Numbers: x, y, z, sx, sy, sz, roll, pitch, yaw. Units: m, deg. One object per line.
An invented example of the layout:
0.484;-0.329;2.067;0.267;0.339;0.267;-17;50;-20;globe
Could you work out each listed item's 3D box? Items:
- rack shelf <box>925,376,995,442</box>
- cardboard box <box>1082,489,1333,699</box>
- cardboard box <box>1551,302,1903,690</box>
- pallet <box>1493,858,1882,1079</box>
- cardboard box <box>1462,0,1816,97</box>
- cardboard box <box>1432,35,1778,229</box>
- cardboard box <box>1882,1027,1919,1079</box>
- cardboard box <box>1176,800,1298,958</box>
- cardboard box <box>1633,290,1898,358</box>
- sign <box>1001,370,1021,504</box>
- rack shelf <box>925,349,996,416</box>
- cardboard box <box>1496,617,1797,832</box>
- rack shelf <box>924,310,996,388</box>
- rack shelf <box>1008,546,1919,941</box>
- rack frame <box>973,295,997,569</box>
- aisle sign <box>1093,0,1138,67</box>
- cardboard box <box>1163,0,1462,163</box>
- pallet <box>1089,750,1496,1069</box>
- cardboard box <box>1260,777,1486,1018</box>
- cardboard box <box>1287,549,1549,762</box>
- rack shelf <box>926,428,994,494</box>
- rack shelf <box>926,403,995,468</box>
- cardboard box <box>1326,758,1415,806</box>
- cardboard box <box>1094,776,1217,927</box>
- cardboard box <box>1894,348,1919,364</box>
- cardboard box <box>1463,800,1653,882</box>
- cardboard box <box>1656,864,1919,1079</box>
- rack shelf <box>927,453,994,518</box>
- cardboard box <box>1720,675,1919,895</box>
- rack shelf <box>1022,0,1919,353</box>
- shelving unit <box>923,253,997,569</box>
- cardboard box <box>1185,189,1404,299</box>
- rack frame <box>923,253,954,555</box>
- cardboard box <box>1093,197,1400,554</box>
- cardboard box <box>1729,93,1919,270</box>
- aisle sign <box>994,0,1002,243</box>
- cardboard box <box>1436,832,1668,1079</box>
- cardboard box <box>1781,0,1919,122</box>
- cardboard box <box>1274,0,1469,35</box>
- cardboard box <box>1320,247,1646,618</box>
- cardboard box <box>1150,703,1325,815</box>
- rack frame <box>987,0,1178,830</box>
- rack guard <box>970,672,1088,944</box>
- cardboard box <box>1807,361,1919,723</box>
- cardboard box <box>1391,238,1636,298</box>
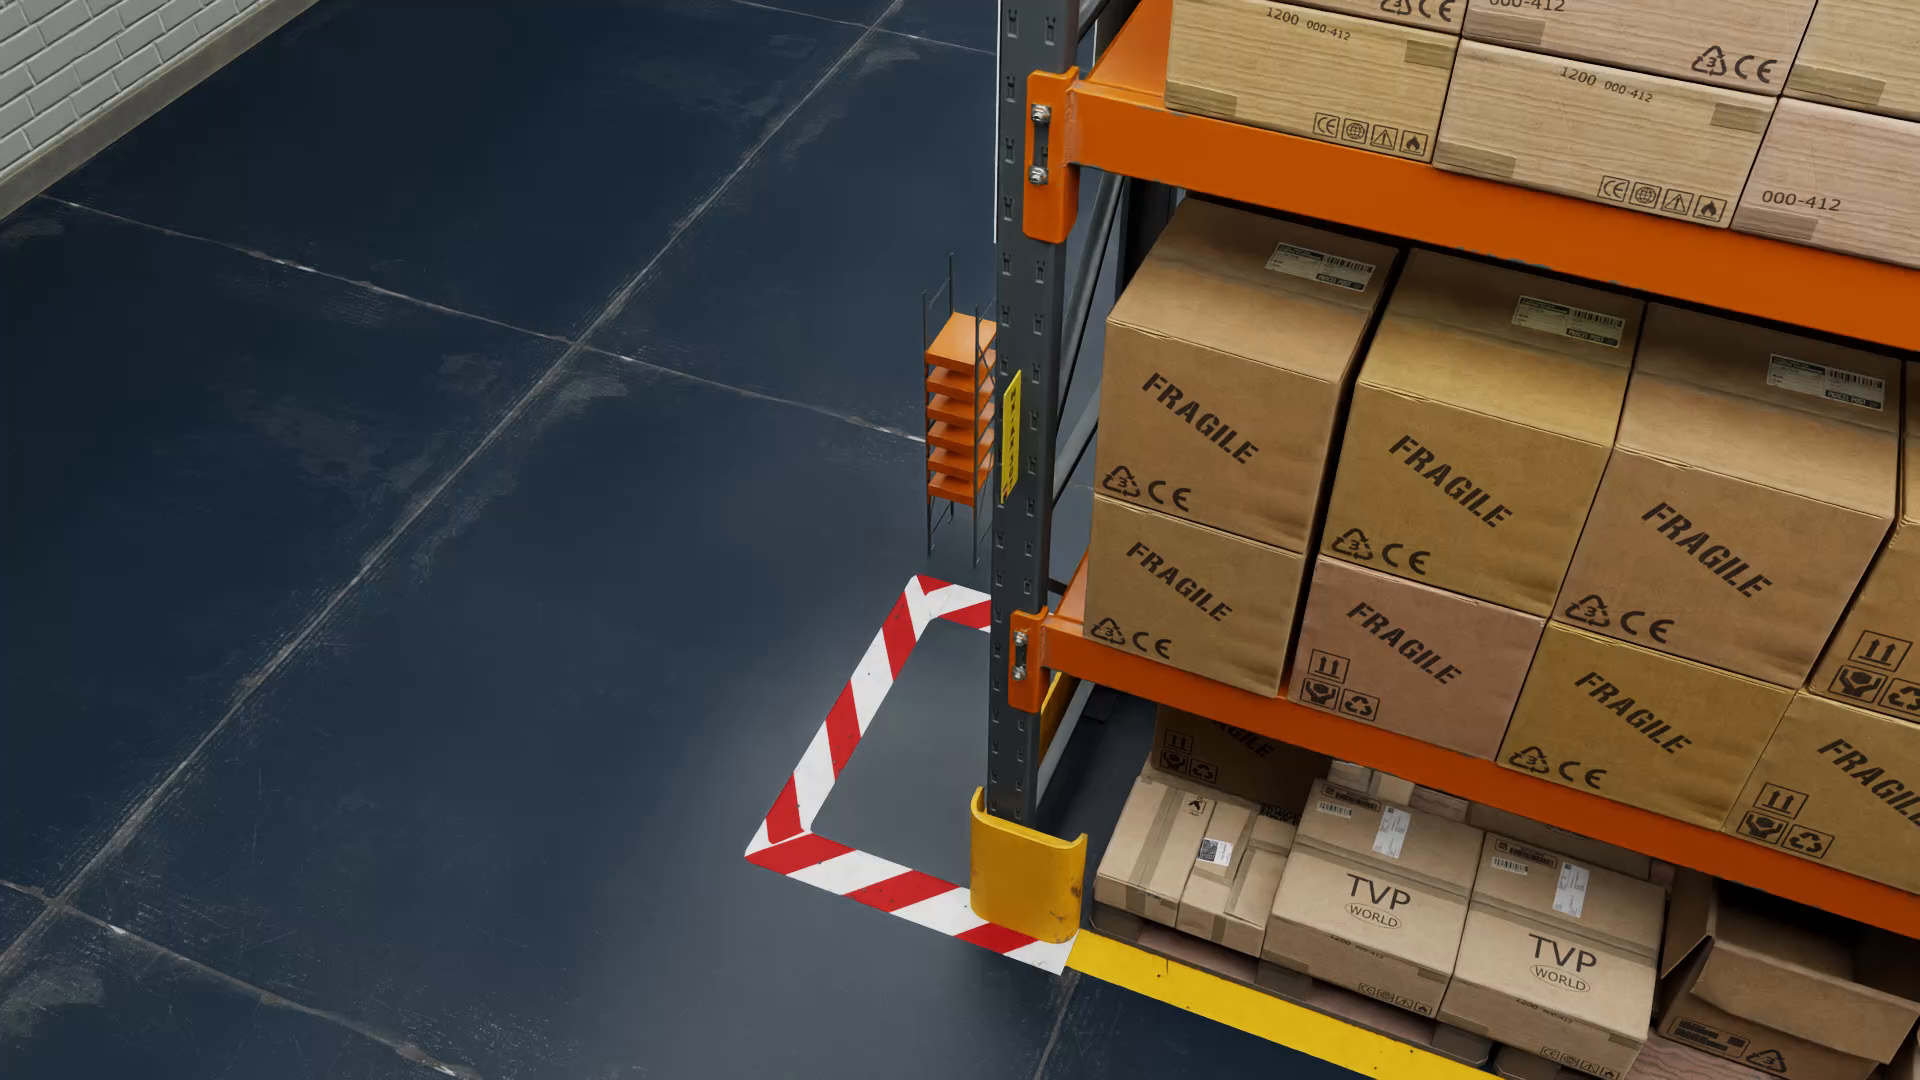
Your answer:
0.013;-0.475;5.770;0.180;0.103;0.258;16;47;16;rack shelf
0.633;-0.020;4.072;0.500;0.500;0.500;17;47;17;cardboard box
1.578;-0.098;3.442;0.500;0.500;0.500;17;47;16;cardboard box
2.253;1.281;4.813;1.213;0.211;1.003;16;47;16;pallet
1.157;-1.014;2.768;0.500;0.250;0.500;16;47;16;cardboard box
1.157;-0.837;2.944;0.500;0.250;0.500;16;47;16;cardboard box
2.689;1.433;4.277;0.500;0.311;0.500;16;47;16;cardboard box
0.809;0.977;4.838;0.250;0.166;0.380;16;47;16;cardboard box
1.788;-0.450;3.796;0.500;0.500;0.500;18;47;17;cardboard box
0.116;-0.230;3.741;0.005;0.325;0.100;16;47;16;sign
0.013;-0.560;5.685;0.180;0.103;0.258;16;47;16;rack shelf
1.573;0.255;3.796;0.500;0.500;0.500;16;47;16;cardboard box
0.013;-0.645;5.600;0.180;0.103;0.258;16;47;16;rack shelf
2.170;0.522;4.109;4.000;0.370;1.077;16;47;16;rack shelf
0.098;-0.397;5.798;0.006;1.200;0.240;16;47;16;rack frame
0.380;-1.416;3.703;0.004;0.787;0.394;16;47;16;aisle sign
0.701;-0.981;3.089;0.500;0.250;0.500;16;47;16;cardboard box
1.131;0.949;5.147;1.213;0.211;1.003;16;47;16;pallet
1.179;1.011;4.745;0.500;0.250;0.500;16;47;16;cardboard box
1.111;0.117;3.935;0.500;0.500;0.500;16;47;15;cardboard box
0.013;-0.305;5.939;0.180;0.103;0.258;16;47;16;rack shelf
0.013;-0.390;5.854;0.180;0.103;0.258;16;47;16;rack shelf
1.260;0.728;5.088;0.250;0.166;0.380;16;47;16;cardboard box
0.579;0.916;4.912;0.250;0.149;0.380;16;47;16;cardboard box
2.262;-0.310;3.655;0.500;0.500;0.500;18;48;17;cardboard box
1.786;0.807;4.949;0.500;0.250;0.500;16;47;16;cardboard box
2.280;1.032;4.544;0.637;0.503;0.797;16;47;16;cardboard box
0.013;-0.220;6.023;0.180;0.103;0.258;16;47;16;rack shelf
2.034;0.392;3.658;0.500;0.500;0.500;17;47;16;cardboard box
2.170;-0.541;3.051;4.000;0.370;1.077;16;47;16;rack shelf
0.013;-0.421;5.823;0.189;1.200;0.258;16;47;16;shelving unit
0.841;-0.724;4.071;0.500;0.500;0.500;16;47;15;cardboard box
-0.071;-0.446;5.848;0.006;1.200;0.240;16;47;16;rack frame
0.633;-0.374;3.719;0.500;0.500;0.500;18;48;17;cardboard box
1.619;-0.703;2.809;0.500;0.250;0.500;16;47;16;cardboard box
0.149;-1.025;3.311;0.004;0.787;0.394;16;47;16;aisle sign
1.640;1.146;4.609;0.500;0.250;0.500;16;47;16;cardboard box
1.621;-0.883;2.636;0.500;0.250;0.500;16;47;16;cardboard box
0.698;-1.155;2.909;0.500;0.250;0.500;16;47;16;cardboard box
1.118;-0.237;3.582;0.500;0.500;0.500;17;47;16;cardboard box
0.921;0.441;5.140;0.500;0.500;0.500;16;47;16;cardboard box
0.325;-0.276;4.401;0.127;3.000;1.000;16;47;16;rack frame
0.395;0.631;5.262;0.348;0.500;1.175;16;47;16;rack guard
2.047;0.039;3.304;0.500;0.500;0.500;16;47;15;cardboard box
1.308;-0.588;3.934;0.500;0.500;0.500;18;47;17;cardboard box
